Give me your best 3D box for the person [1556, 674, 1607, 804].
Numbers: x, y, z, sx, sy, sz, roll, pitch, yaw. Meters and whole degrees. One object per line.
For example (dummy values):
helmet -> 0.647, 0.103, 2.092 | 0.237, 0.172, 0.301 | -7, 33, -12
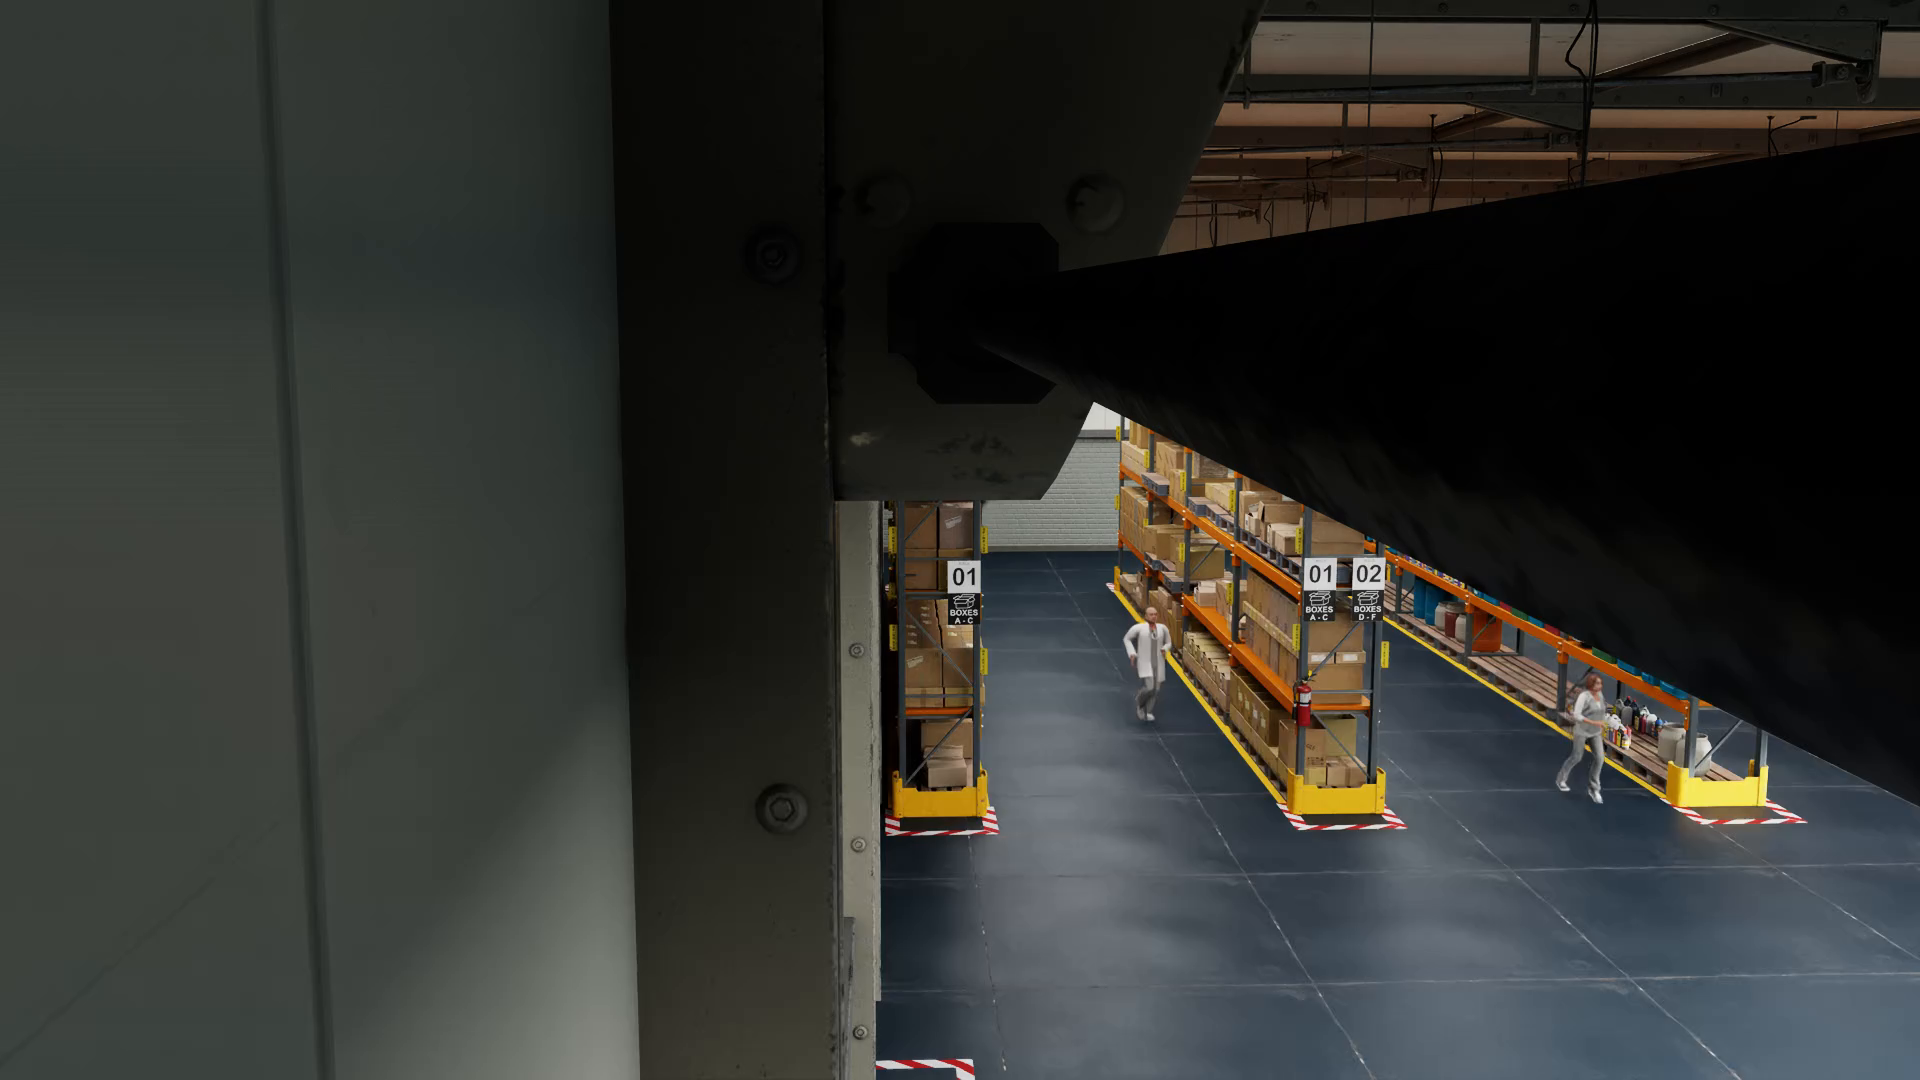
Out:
person -> 8.009, 2.506, 21.218 | 0.573, 1.655, 0.689 | -3, 9, -22

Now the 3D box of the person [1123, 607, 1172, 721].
person -> 2.868, 1.879, 24.950 | 0.690, 1.740, 0.672 | -2, 9, -15
